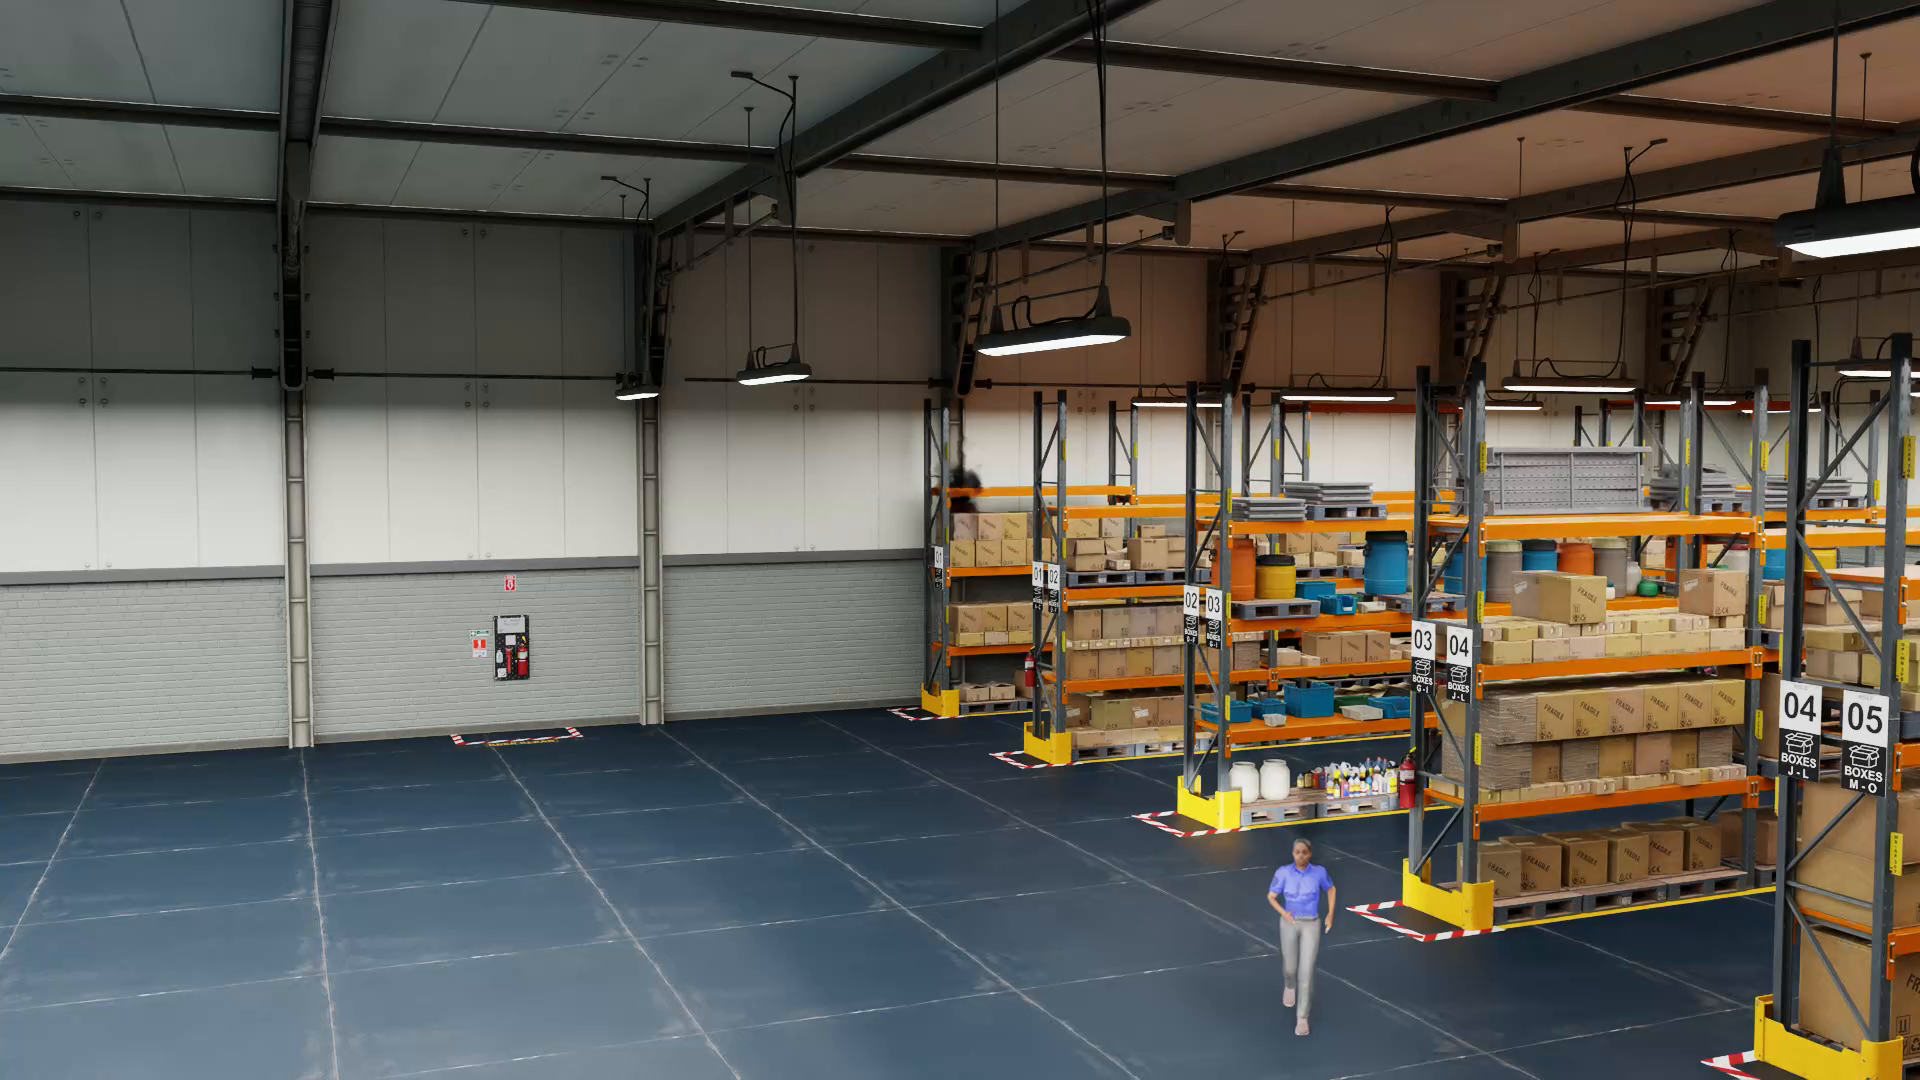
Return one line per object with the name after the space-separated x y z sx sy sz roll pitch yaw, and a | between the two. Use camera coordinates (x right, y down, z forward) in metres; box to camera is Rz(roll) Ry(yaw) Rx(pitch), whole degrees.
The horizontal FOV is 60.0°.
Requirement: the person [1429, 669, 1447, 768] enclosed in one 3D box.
7.571 2.745 26.074 0.964 1.712 0.655 -1 4 -23 | person

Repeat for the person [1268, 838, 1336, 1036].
3.043 3.477 14.818 0.599 1.661 0.810 1 3 12 | person
